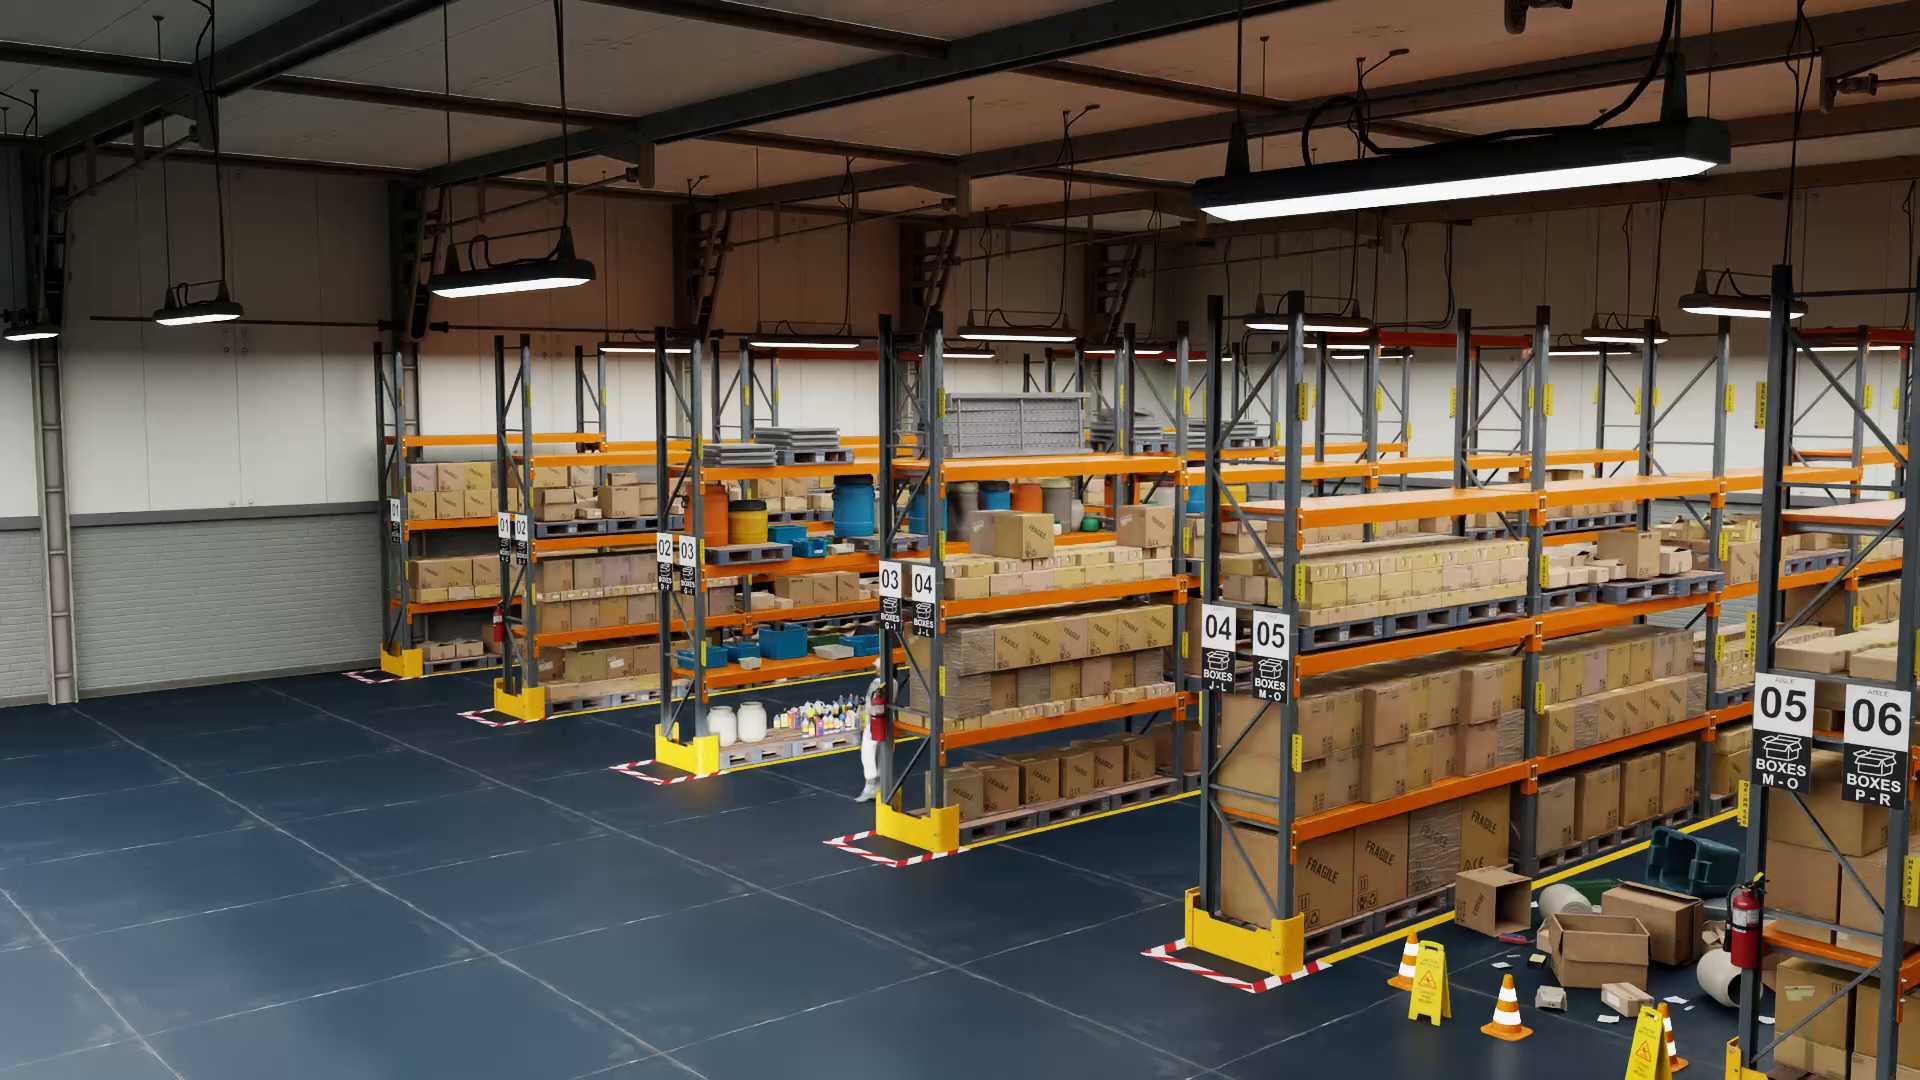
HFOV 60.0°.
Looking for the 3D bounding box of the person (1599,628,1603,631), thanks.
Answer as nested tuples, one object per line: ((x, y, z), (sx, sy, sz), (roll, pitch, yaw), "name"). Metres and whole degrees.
((9.421, 2.113, 24.457), (0.957, 1.646, 0.566), (-4, 6, -34), "person")

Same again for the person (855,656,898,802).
((-1.047, 2.369, 21.000), (0.374, 1.826, 0.622), (4, 6, 34), "person")
